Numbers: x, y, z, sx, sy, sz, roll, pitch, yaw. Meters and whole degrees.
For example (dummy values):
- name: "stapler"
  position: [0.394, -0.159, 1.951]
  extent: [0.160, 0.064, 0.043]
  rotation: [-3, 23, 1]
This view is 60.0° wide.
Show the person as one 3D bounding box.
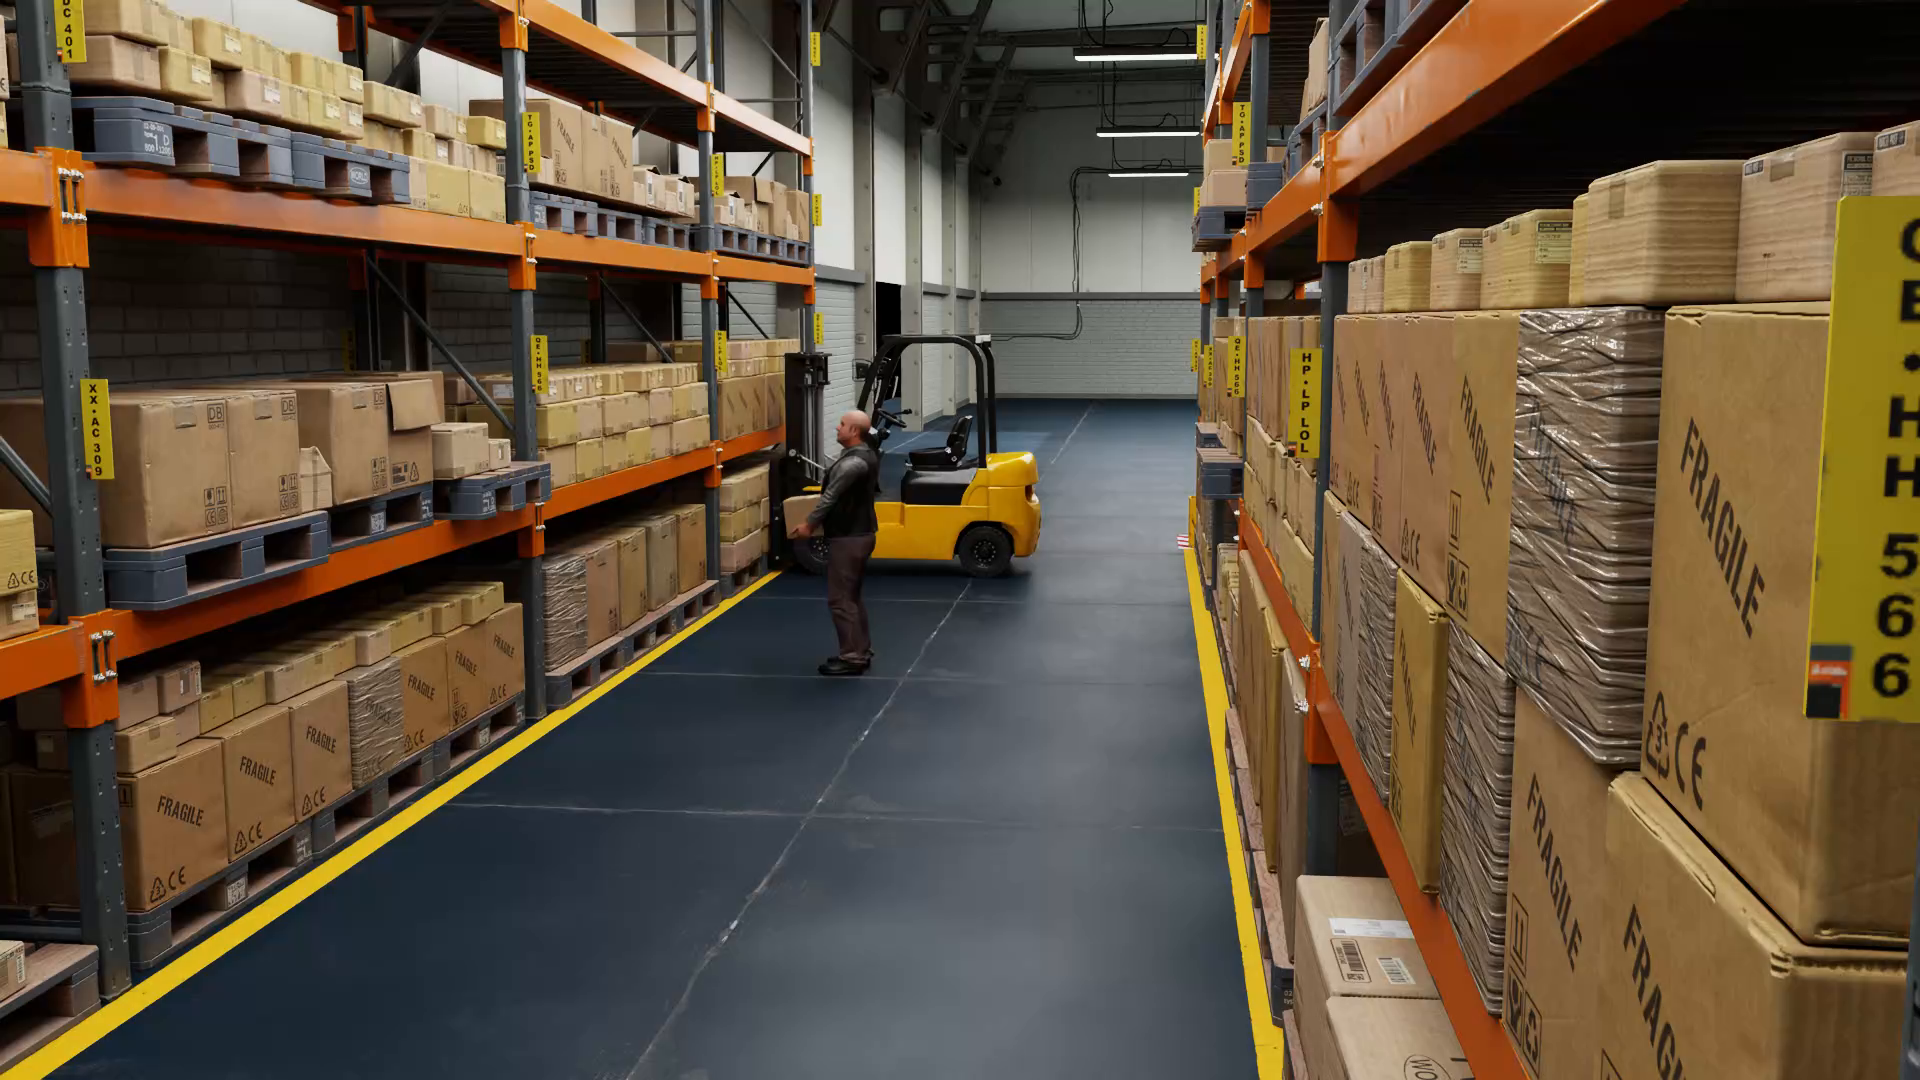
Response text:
- name: "person"
  position: [-0.813, 0.048, 10.859]
  extent: [0.548, 1.633, 0.494]
  rotation: [1, 8, 7]
